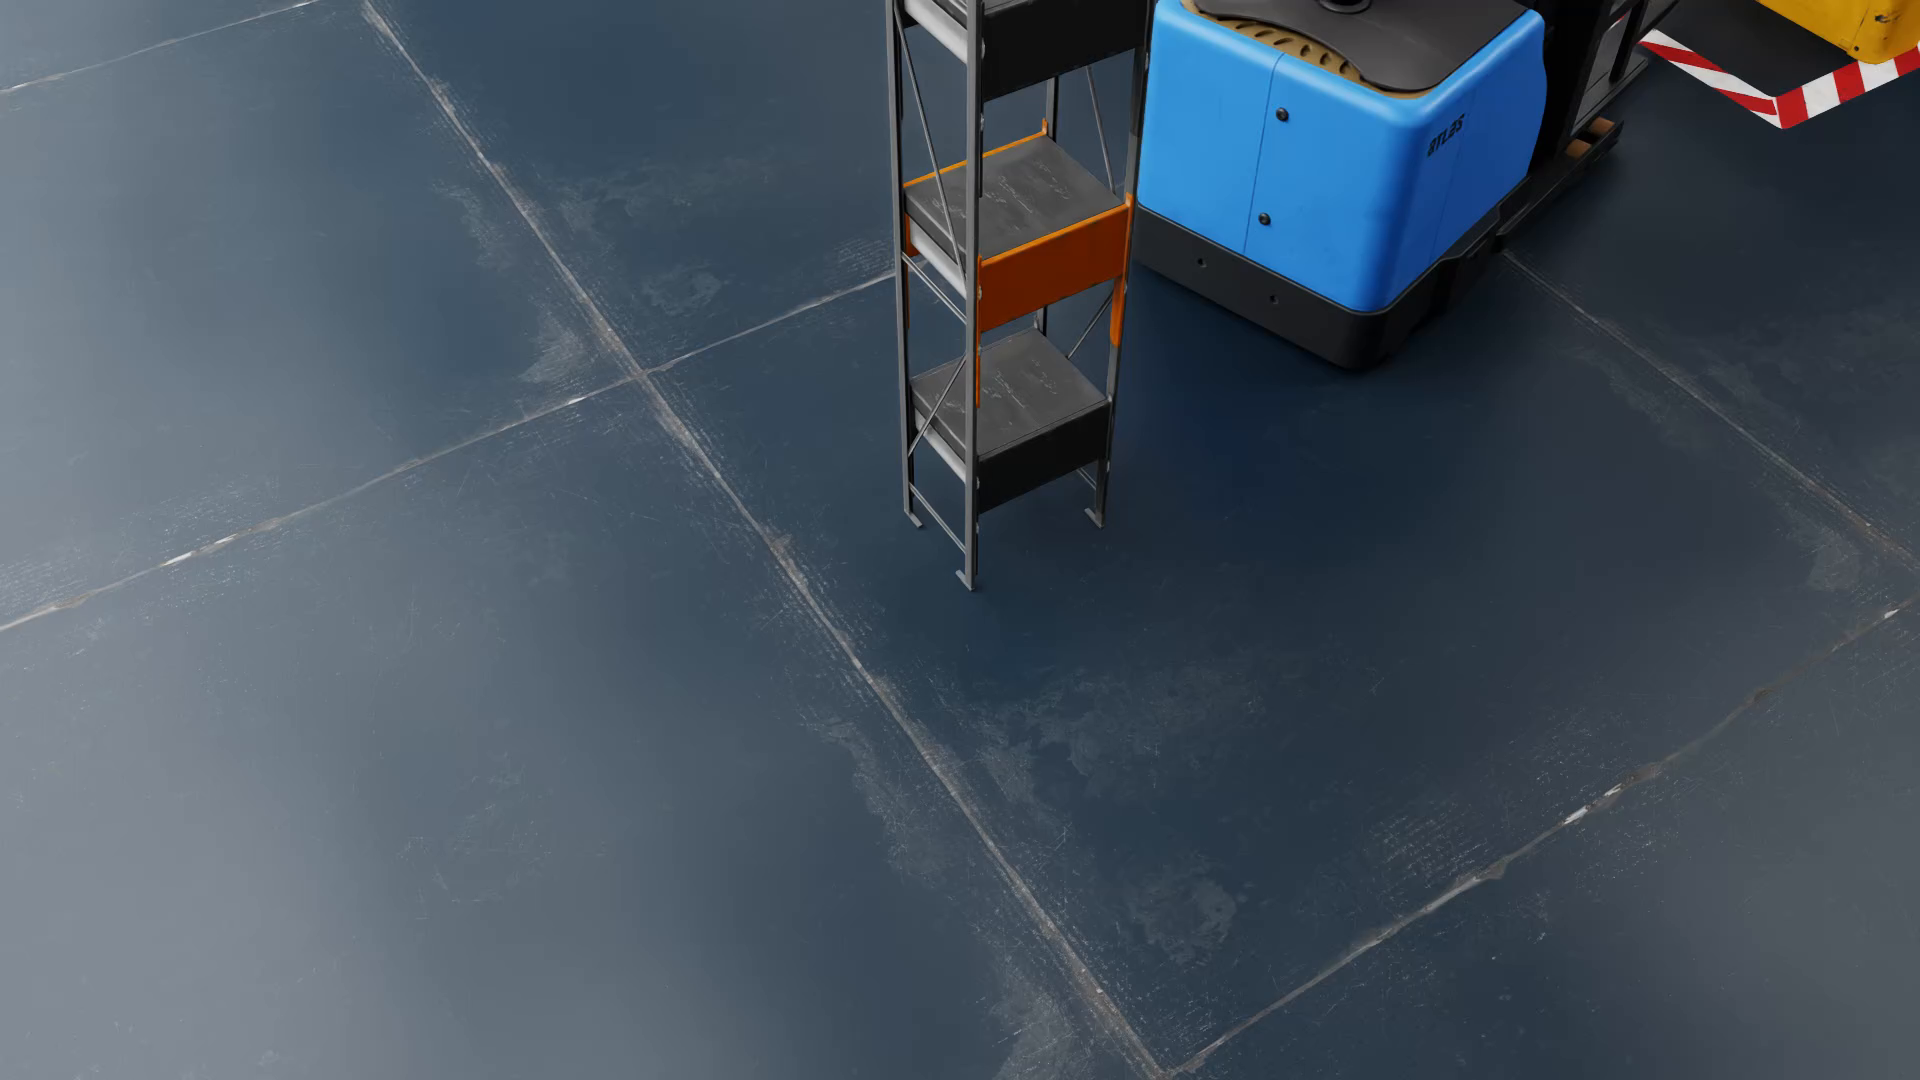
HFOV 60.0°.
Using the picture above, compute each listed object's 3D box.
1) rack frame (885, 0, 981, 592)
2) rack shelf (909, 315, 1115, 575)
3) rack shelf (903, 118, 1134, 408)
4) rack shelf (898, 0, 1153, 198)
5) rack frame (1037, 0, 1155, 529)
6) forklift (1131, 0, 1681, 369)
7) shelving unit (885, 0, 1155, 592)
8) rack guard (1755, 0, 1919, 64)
[{"bbox_3d":[-0.066,-0.667,4.438,0.015,2.100,0.400,-25,53,-21],"label":"rack frame"},{"bbox_3d":[0.140,-0.290,5.058,0.480,0.518,0.431,-25,53,-21],"label":"rack shelf"},{"bbox_3d":[0.140,-0.755,4.535,0.480,0.518,0.431,-25,53,-21],"label":"rack shelf"},{"bbox_3d":[0.140,-1.221,4.012,0.480,0.518,0.431,-25,53,-21],"label":"rack shelf"},{"bbox_3d":[0.346,-0.861,4.611,0.015,2.100,0.400,-25,53,-21],"label":"rack frame"},{"bbox_3d":[1.955,-2.589,5.593,1.130,2.935,3.031,33,56,26],"label":"forklift"},{"bbox_3d":[0.140,-0.764,4.525,0.503,2.100,0.431,-25,53,-21],"label":"shelving unit"},{"bbox_3d":[3.687,-2.600,7.231,0.348,0.500,1.175,-25,53,-21],"label":"rack guard"}]
